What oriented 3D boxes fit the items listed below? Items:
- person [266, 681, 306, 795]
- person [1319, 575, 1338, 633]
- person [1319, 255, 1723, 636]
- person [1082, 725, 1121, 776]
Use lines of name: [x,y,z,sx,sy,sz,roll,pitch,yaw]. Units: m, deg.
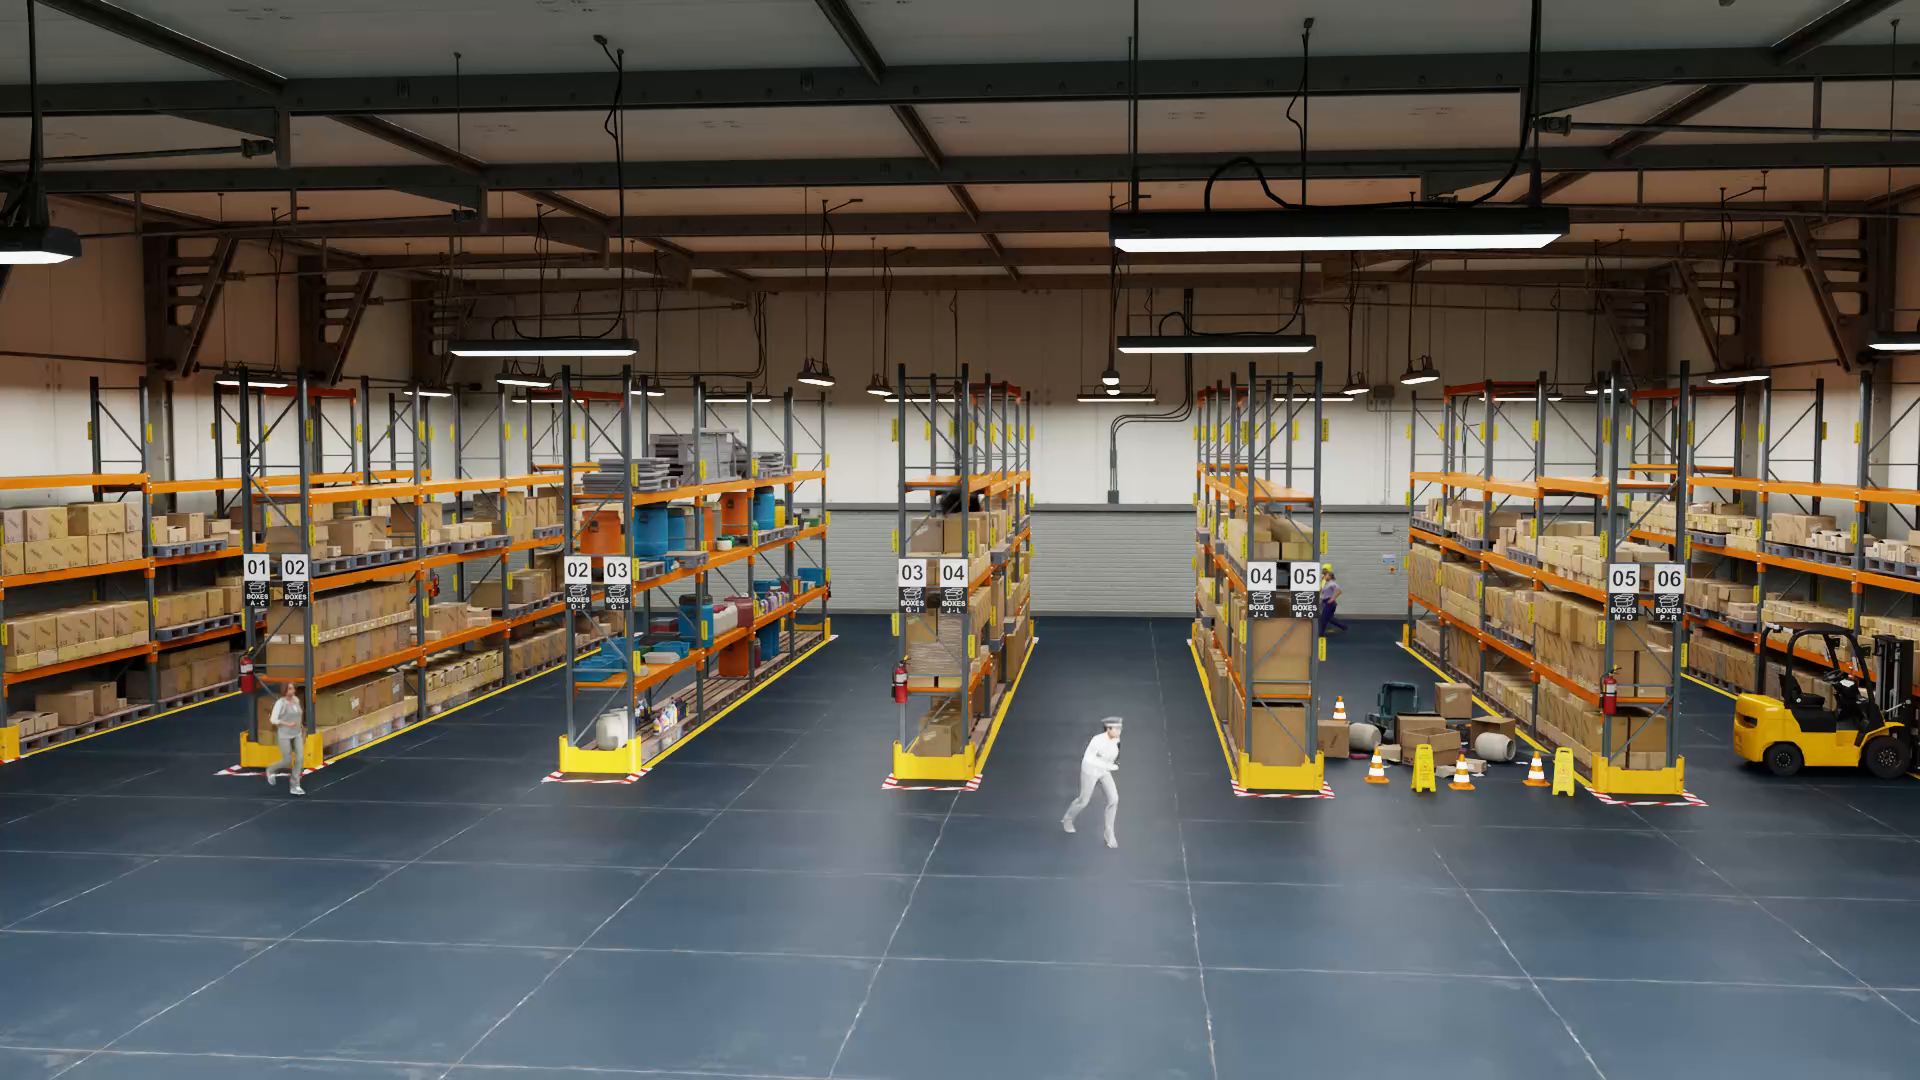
person: [-9.344,2.734,23.085,0.696,1.565,0.552,2,4,27]
person: [9.077,1.608,41.242,0.661,1.544,0.644,-1,4,-19]
person: [12.716,-2.106,39.863,8.169,8.897,9.000,0,4,6]
person: [1.789,2.504,20.287,0.493,0.736,0.562,-3,5,-43]
